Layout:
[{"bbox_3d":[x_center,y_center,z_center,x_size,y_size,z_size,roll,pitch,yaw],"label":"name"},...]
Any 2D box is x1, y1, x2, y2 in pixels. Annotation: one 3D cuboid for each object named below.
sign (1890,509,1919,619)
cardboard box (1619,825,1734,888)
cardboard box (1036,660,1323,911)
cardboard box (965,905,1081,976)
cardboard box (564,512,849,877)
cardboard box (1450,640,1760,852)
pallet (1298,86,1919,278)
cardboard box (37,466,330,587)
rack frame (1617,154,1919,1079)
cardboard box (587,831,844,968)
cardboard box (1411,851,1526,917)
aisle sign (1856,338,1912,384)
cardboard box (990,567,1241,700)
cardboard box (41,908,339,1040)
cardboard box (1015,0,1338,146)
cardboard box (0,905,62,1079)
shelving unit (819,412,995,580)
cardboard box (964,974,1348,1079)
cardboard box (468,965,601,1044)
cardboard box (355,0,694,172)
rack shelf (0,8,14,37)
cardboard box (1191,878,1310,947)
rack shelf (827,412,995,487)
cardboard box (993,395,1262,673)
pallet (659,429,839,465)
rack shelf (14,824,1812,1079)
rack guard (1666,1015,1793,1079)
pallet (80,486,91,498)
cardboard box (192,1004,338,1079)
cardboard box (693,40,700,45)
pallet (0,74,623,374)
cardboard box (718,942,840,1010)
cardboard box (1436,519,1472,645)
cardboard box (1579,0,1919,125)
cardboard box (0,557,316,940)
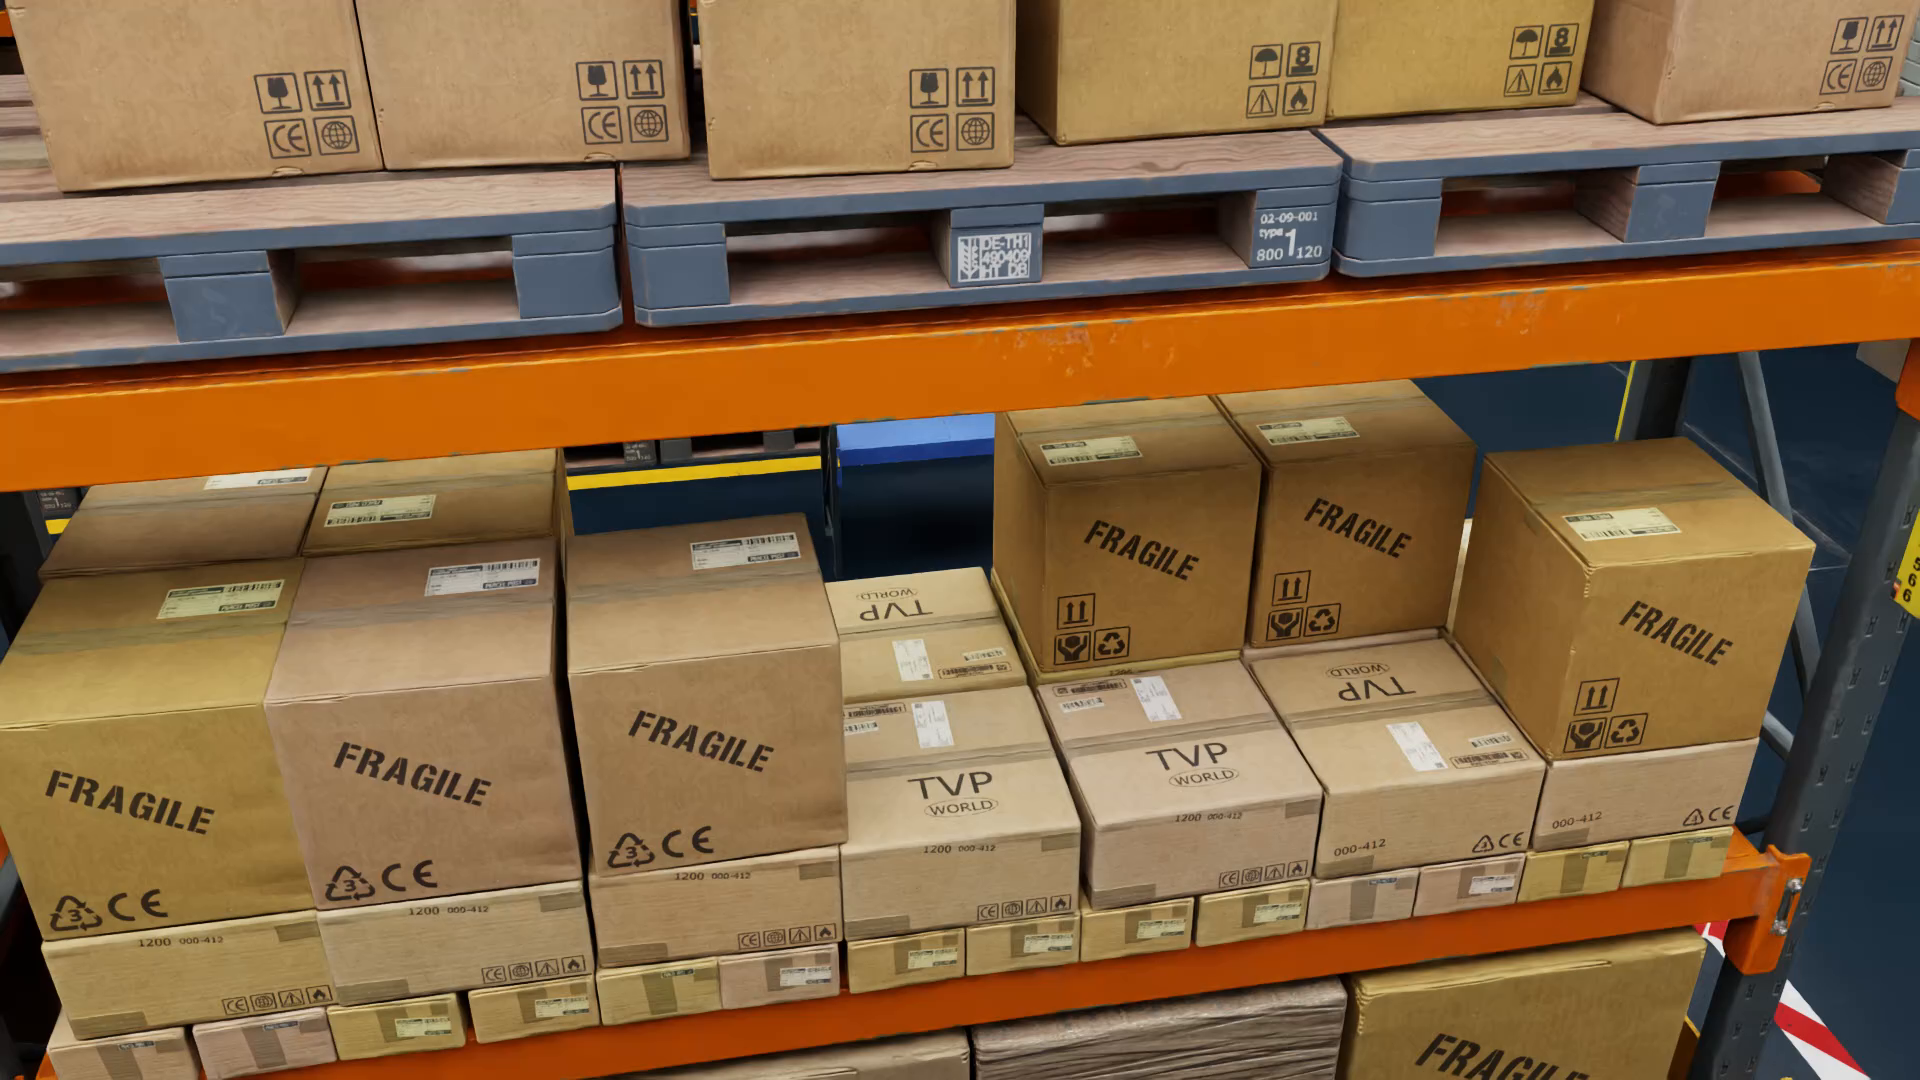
[{"bbox_3d":[1.985,0.001,3.413,0.005,0.325,0.100,-5,31,-9],"label":"sign"},{"bbox_3d":[1.610,0.636,3.958,0.250,0.149,0.380,-5,31,-8],"label":"cardboard box"},{"bbox_3d":[0.472,0.536,3.733,0.500,0.250,0.500,-6,31,-11],"label":"cardboard box"},{"bbox_3d":[0.106,0.775,3.720,0.250,0.149,0.380,-5,31,-8],"label":"cardboard box"},{"bbox_3d":[-0.520,0.302,3.392,0.500,0.500,0.500,-6,31,-10],"label":"cardboard box"},{"bbox_3d":[1.472,0.444,3.891,0.500,0.250,0.500,-6,31,-10],"label":"cardboard box"},{"bbox_3d":[1.173,-0.851,3.367,1.213,0.211,1.003,-5,31,-9],"label":"pallet"},{"bbox_3d":[-1.630,0.134,3.678,0.500,0.500,0.500,-4,31,-7],"label":"cardboard box"},{"bbox_3d":[1.901,0.331,4.228,0.127,3.000,1.000,-5,31,-9],"label":"rack frame"},{"bbox_3d":[-0.526,0.627,3.579,0.500,0.250,0.500,-5,31,-8],"label":"cardboard box"},{"bbox_3d":[1.106,0.683,3.878,0.250,0.149,0.380,-5,31,-9],"label":"cardboard box"},{"bbox_3d":[2.026,-0.647,3.326,0.004,0.787,0.394,-5,31,-9],"label":"aisle sign"},{"bbox_3d":[0.375,0.271,4.184,0.500,0.250,0.500,-6,31,-11],"label":"cardboard box"},{"bbox_3d":[-1.525,0.720,3.421,0.500,0.250,0.500,-6,31,-10],"label":"cardboard box"},{"bbox_3d":[0.324,-1.093,3.078,0.500,0.500,0.700,-7,31,-12],"label":"cardboard box"},{"bbox_3d":[-2.660,1.499,3.923,0.875,0.875,1.225,-5,31,-9],"label":"cardboard box"},{"bbox_3d":[-0.084,-0.639,7.357,1.048,1.500,0.538,-5,31,-9],"label":"shelving unit"},{"bbox_3d":[0.391,1.247,4.352,0.875,0.875,0.875,-5,31,-9],"label":"cardboard box"},{"bbox_3d":[-0.907,0.870,3.559,0.250,0.149,0.380,-6,31,-10],"label":"cardboard box"},{"bbox_3d":[-0.745,-1.013,2.942,0.500,0.500,0.700,-4,31,-6],"label":"cardboard box"},{"bbox_3d":[-5.782,-3.751,11.880,4.000,0.370,1.077,-5,31,-9],"label":"rack shelf"},{"bbox_3d":[0.605,0.730,3.798,0.250,0.149,0.380,-6,31,-10],"label":"cardboard box"},{"bbox_3d":[-0.084,-0.484,7.448,1.000,0.185,0.538,-5,31,-9],"label":"rack shelf"},{"bbox_3d":[0.380,-0.051,3.992,0.500,0.500,0.500,-6,31,-10],"label":"cardboard box"},{"bbox_3d":[-1.007,-0.771,8.853,1.213,0.211,1.003,-5,31,-9],"label":"pallet"},{"bbox_3d":[-0.067,0.823,4.100,4.000,0.370,1.077,-5,31,-9],"label":"rack shelf"},{"bbox_3d":[1.924,1.406,4.866,0.348,0.500,1.175,-5,31,-9],"label":"rack guard"},{"bbox_3d":[-3.692,-0.522,8.429,1.213,0.211,1.003,-5,31,-9],"label":"pallet"},{"bbox_3d":[-1.425,0.919,3.476,0.250,0.149,0.380,-6,31,-11],"label":"cardboard box"},{"bbox_3d":[-1.967,-3.531,12.825,0.637,0.503,0.797,-5,31,-9],"label":"cardboard box"},{"bbox_3d":[-1.227,-0.628,2.988,1.213,0.211,1.003,-5,31,-9],"label":"pallet"},{"bbox_3d":[-0.408,0.824,3.637,0.250,0.149,0.380,-5,31,-8],"label":"cardboard box"},{"bbox_3d":[1.380,0.176,4.345,0.500,0.250,0.500,-6,31,-10],"label":"cardboard box"},{"bbox_3d":[1.399,-1.155,3.185,0.500,0.500,0.700,-7,31,-12],"label":"cardboard box"},{"bbox_3d":[-1.517,0.393,3.237,0.500,0.500,0.500,-5,31,-9],"label":"cardboard box"}]
